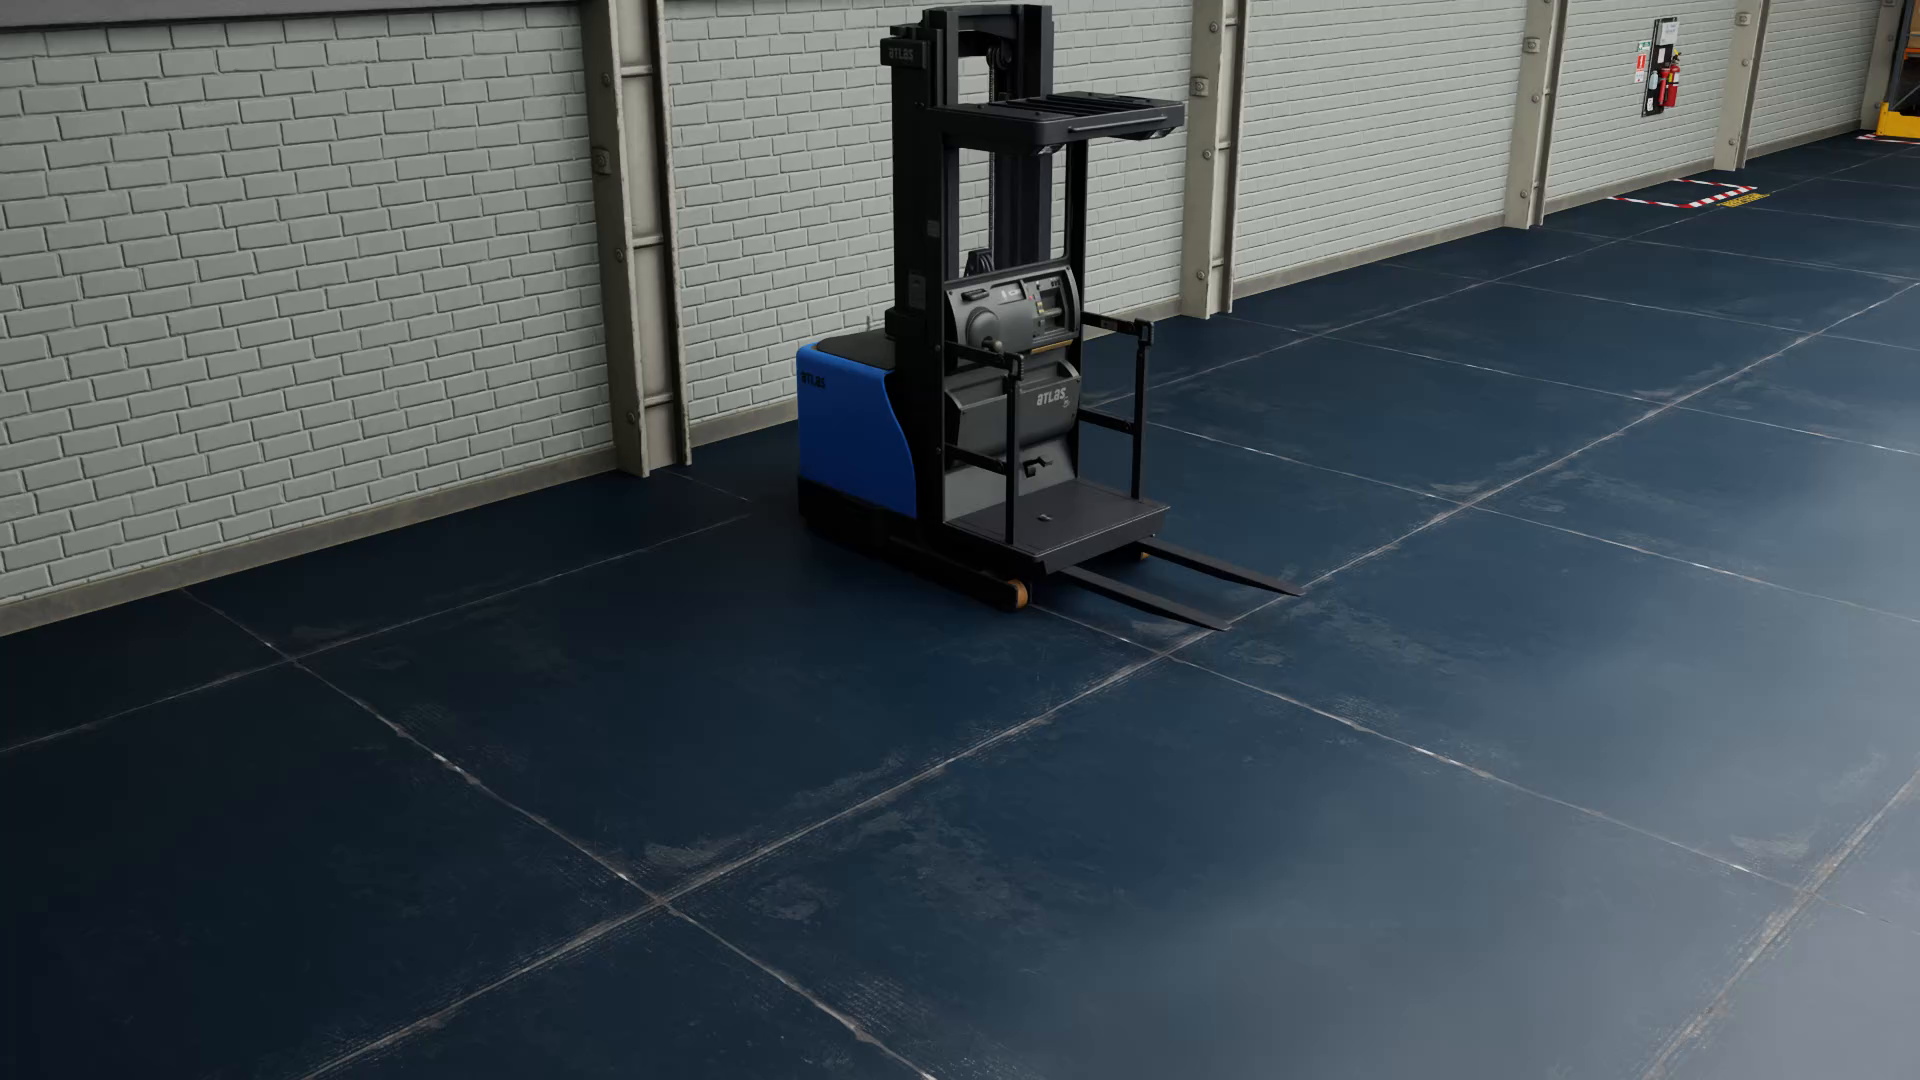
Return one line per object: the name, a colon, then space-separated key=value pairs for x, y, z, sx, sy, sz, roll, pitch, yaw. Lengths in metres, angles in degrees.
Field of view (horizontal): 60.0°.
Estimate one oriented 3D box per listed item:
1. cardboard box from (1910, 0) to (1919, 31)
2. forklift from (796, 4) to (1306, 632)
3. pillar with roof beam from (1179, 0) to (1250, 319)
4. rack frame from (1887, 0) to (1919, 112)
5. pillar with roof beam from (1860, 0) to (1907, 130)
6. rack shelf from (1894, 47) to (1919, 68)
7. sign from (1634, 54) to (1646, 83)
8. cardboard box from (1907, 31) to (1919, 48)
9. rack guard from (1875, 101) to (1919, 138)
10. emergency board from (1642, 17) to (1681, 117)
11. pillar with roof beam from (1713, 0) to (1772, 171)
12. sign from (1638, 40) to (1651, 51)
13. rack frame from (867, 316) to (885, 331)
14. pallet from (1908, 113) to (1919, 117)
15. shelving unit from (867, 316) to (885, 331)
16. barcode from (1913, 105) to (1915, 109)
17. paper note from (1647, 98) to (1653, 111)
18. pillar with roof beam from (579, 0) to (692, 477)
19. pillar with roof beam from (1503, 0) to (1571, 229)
cardboard box: x=15.054 y=-8.124 z=25.665 sx=0.500 sy=0.500 sz=0.500 roll=19 pitch=28 yaw=40
forklift: x=0.435 y=-1.206 z=8.628 sx=1.130 sy=2.935 sz=3.031 roll=-19 pitch=28 yaw=-40
pillar with roof beam: x=5.273 y=-5.152 z=10.436 sx=9.100 sy=9.000 sz=0.400 roll=19 pitch=28 yaw=41
rack frame: x=14.877 y=-7.660 z=25.323 sx=1.000 sy=3.000 sz=0.127 roll=19 pitch=28 yaw=41
pillar with roof beam: x=17.830 y=-9.779 z=22.474 sx=9.100 sy=9.000 sz=0.400 roll=19 pitch=28 yaw=41
rack shelf: x=16.272 y=-7.838 z=26.789 sx=1.077 sy=0.370 sz=4.000 roll=19 pitch=28 yaw=41
sign: x=8.349 y=-5.789 z=20.404 sx=0.001 sy=0.329 sz=0.234 roll=19 pitch=28 yaw=41
cardboard box: x=15.064 y=-7.768 z=25.785 sx=0.500 sy=0.250 sz=0.500 roll=-20 pitch=28 yaw=-41
rack guard: x=14.930 y=-6.513 z=25.822 sx=1.175 sy=0.500 sz=0.348 roll=19 pitch=28 yaw=41
emergency board: x=8.809 y=-5.888 z=20.713 sx=0.194 sy=1.169 sz=0.643 roll=19 pitch=28 yaw=41
pillar with roof beam: x=13.645 y=-8.237 z=18.462 sx=9.100 sy=9.000 sz=0.400 roll=19 pitch=28 yaw=41
sign: x=8.359 y=-6.035 z=20.307 sx=0.001 sy=0.109 sz=0.331 roll=19 pitch=28 yaw=41
rack frame: x=-0.490 y=-0.911 z=10.482 sx=0.008 sy=1.050 sz=0.200 roll=15 pitch=26 yaw=39
pallet: x=15.522 y=-6.578 z=26.394 sx=1.003 sy=0.211 sz=1.213 roll=19 pitch=28 yaw=41
shelving unit: x=-0.398 y=-0.887 z=10.405 sx=0.252 sy=1.050 sz=0.215 roll=15 pitch=26 yaw=39
barcode: x=15.150 y=-6.875 z=26.401 sx=0.001 sy=0.075 sz=0.075 roll=19 pitch=28 yaw=41
paper note: x=8.636 y=-5.449 z=20.798 sx=0.016 sy=0.148 sz=0.142 roll=19 pitch=28 yaw=41
pillar with roof beam: x=1.088 y=-3.610 z=6.424 sx=9.100 sy=9.000 sz=0.400 roll=19 pitch=28 yaw=41
pillar with roof beam: x=9.459 y=-6.695 z=14.449 sx=9.100 sy=9.000 sz=0.400 roll=19 pitch=28 yaw=41
